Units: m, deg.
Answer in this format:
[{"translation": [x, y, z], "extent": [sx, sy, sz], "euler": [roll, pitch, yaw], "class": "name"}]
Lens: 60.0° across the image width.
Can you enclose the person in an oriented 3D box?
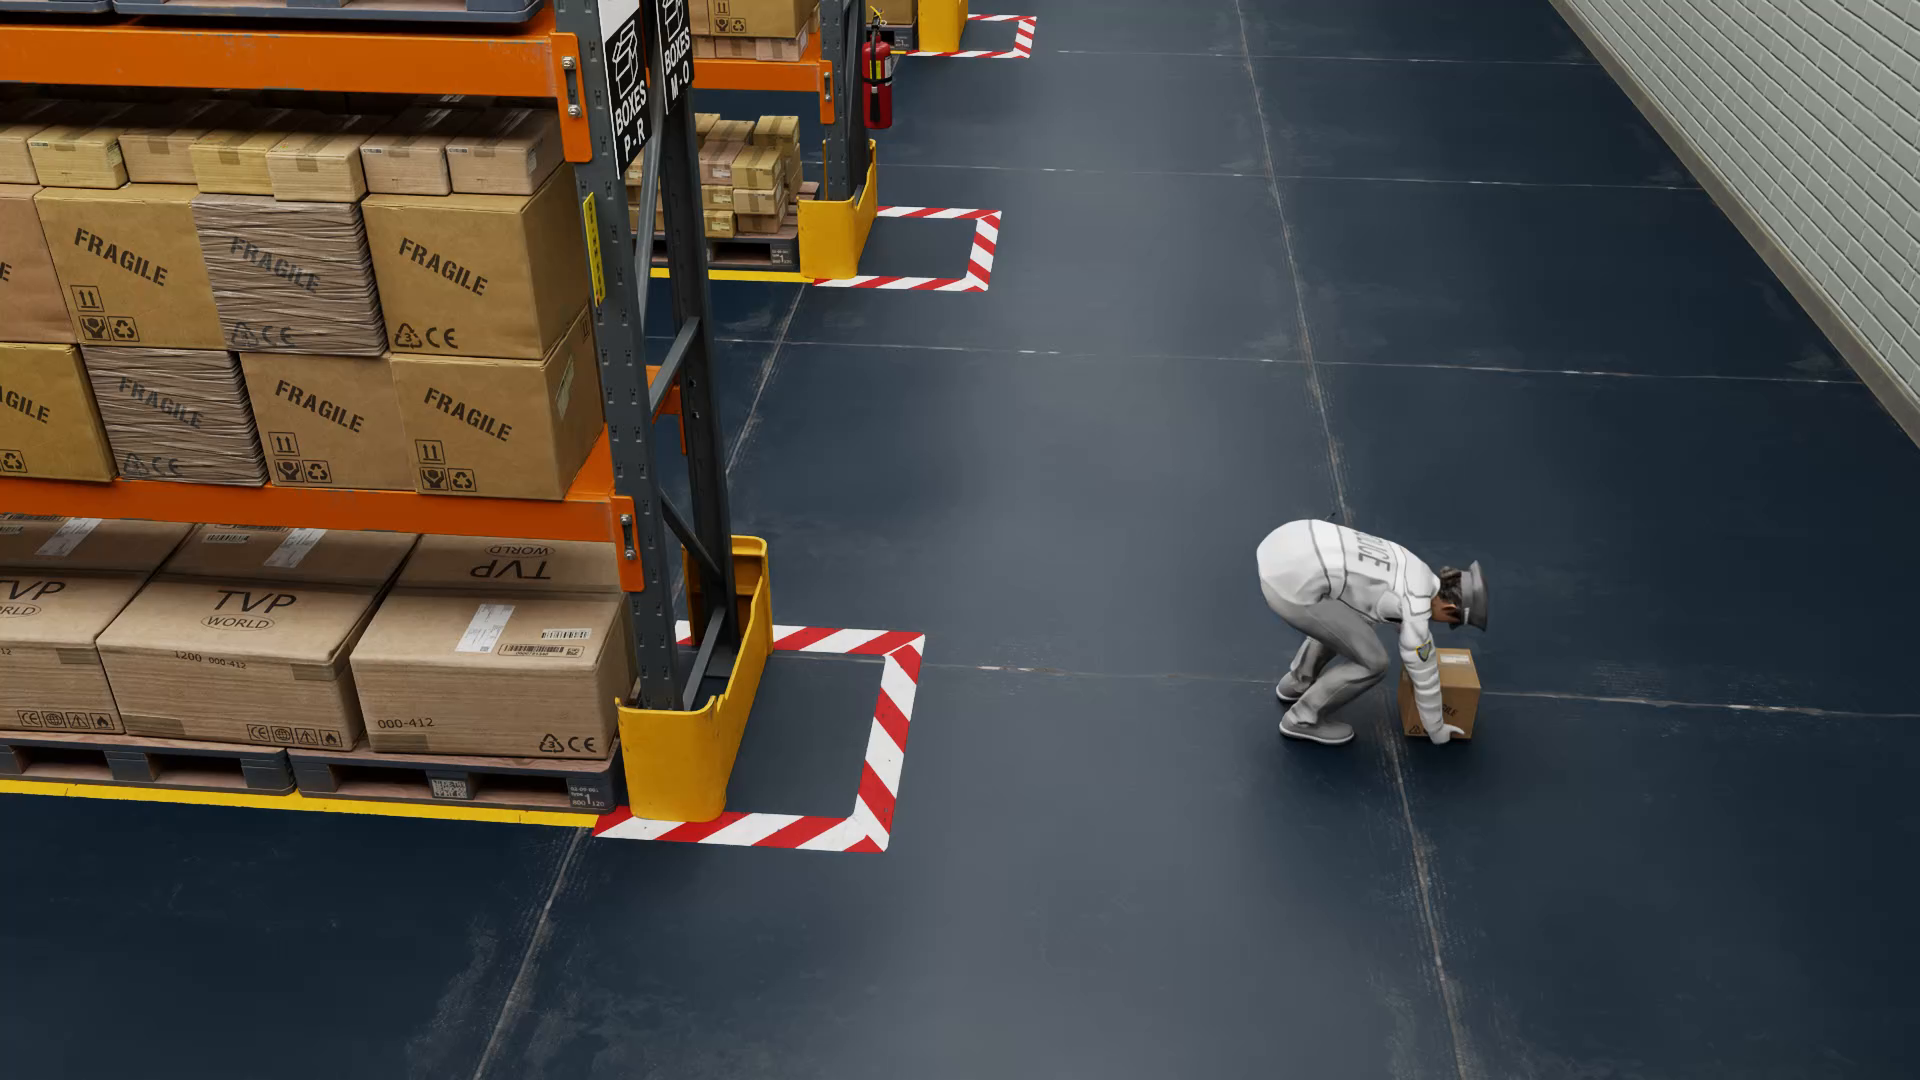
[{"translation": [1.553, 0.340, 6.350], "extent": [0.883, 0.862, 0.466], "euler": [1, 32, 2], "class": "person"}]
